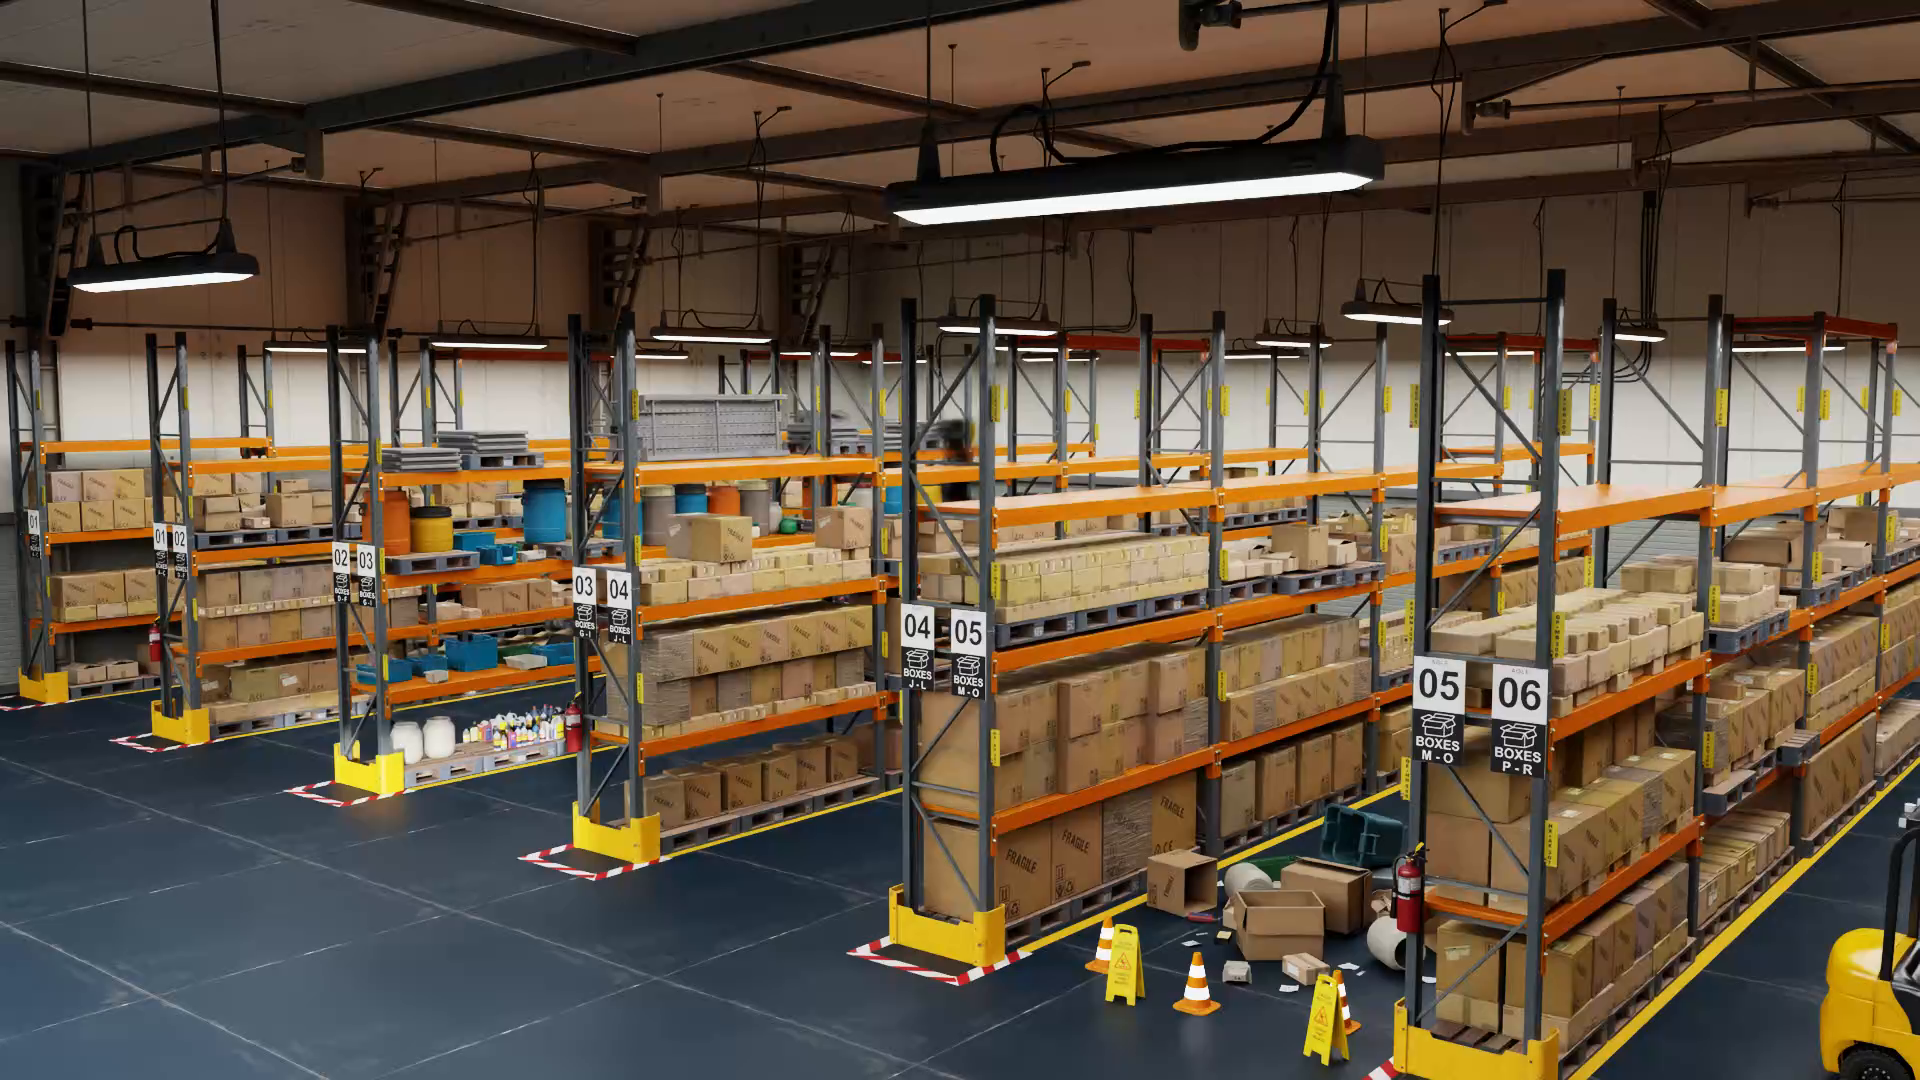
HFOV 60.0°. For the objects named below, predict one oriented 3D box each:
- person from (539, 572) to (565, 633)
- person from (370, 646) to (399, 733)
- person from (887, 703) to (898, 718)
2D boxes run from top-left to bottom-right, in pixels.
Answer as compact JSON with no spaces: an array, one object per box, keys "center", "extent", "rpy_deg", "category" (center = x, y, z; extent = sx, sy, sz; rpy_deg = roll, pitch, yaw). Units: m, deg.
[{"center":[-8.280,1.348,33.776],"extent":[0.598,1.574,0.728],"rpy_deg":[2,5,20],"category":"person"},{"center":[-8.351,2.228,24.247],"extent":[0.538,1.544,0.612],"rpy_deg":[1,5,13],"category":"person"},{"center":[-0.923,2.038,25.036],"extent":[0.680,1.787,0.717],"rpy_deg":[3,6,32],"category":"person"}]
